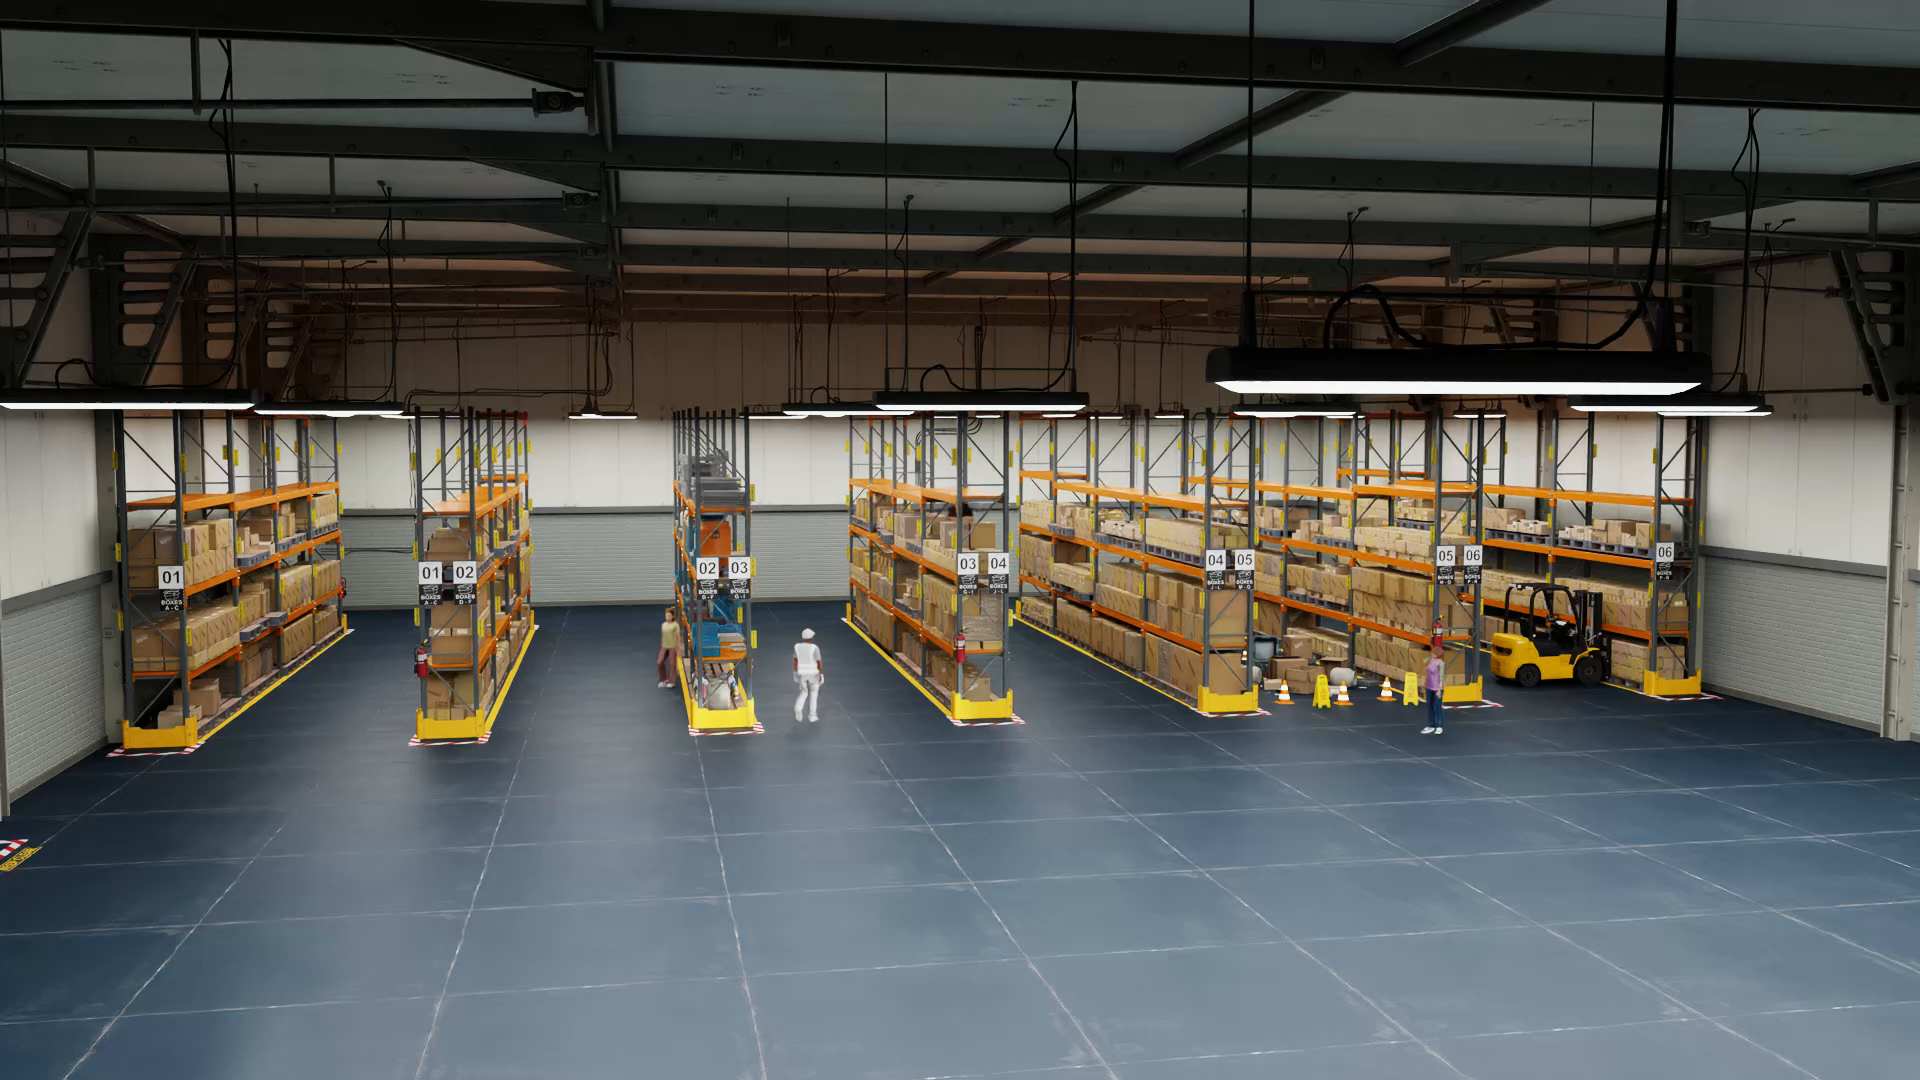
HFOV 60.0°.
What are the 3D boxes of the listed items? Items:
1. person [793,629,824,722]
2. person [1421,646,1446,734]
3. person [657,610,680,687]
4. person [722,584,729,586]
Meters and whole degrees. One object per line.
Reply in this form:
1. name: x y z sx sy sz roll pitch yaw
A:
1. person: -2.903 2.571 31.667 0.606 1.776 0.523 2 4 21
2. person: 8.706 2.758 30.559 0.360 1.621 0.497 -3 5 -35
3. person: -6.283 2.354 35.890 0.502 1.704 0.409 1 4 13
4. person: -7.038 1.287 49.788 0.517 1.767 0.617 1 4 16
